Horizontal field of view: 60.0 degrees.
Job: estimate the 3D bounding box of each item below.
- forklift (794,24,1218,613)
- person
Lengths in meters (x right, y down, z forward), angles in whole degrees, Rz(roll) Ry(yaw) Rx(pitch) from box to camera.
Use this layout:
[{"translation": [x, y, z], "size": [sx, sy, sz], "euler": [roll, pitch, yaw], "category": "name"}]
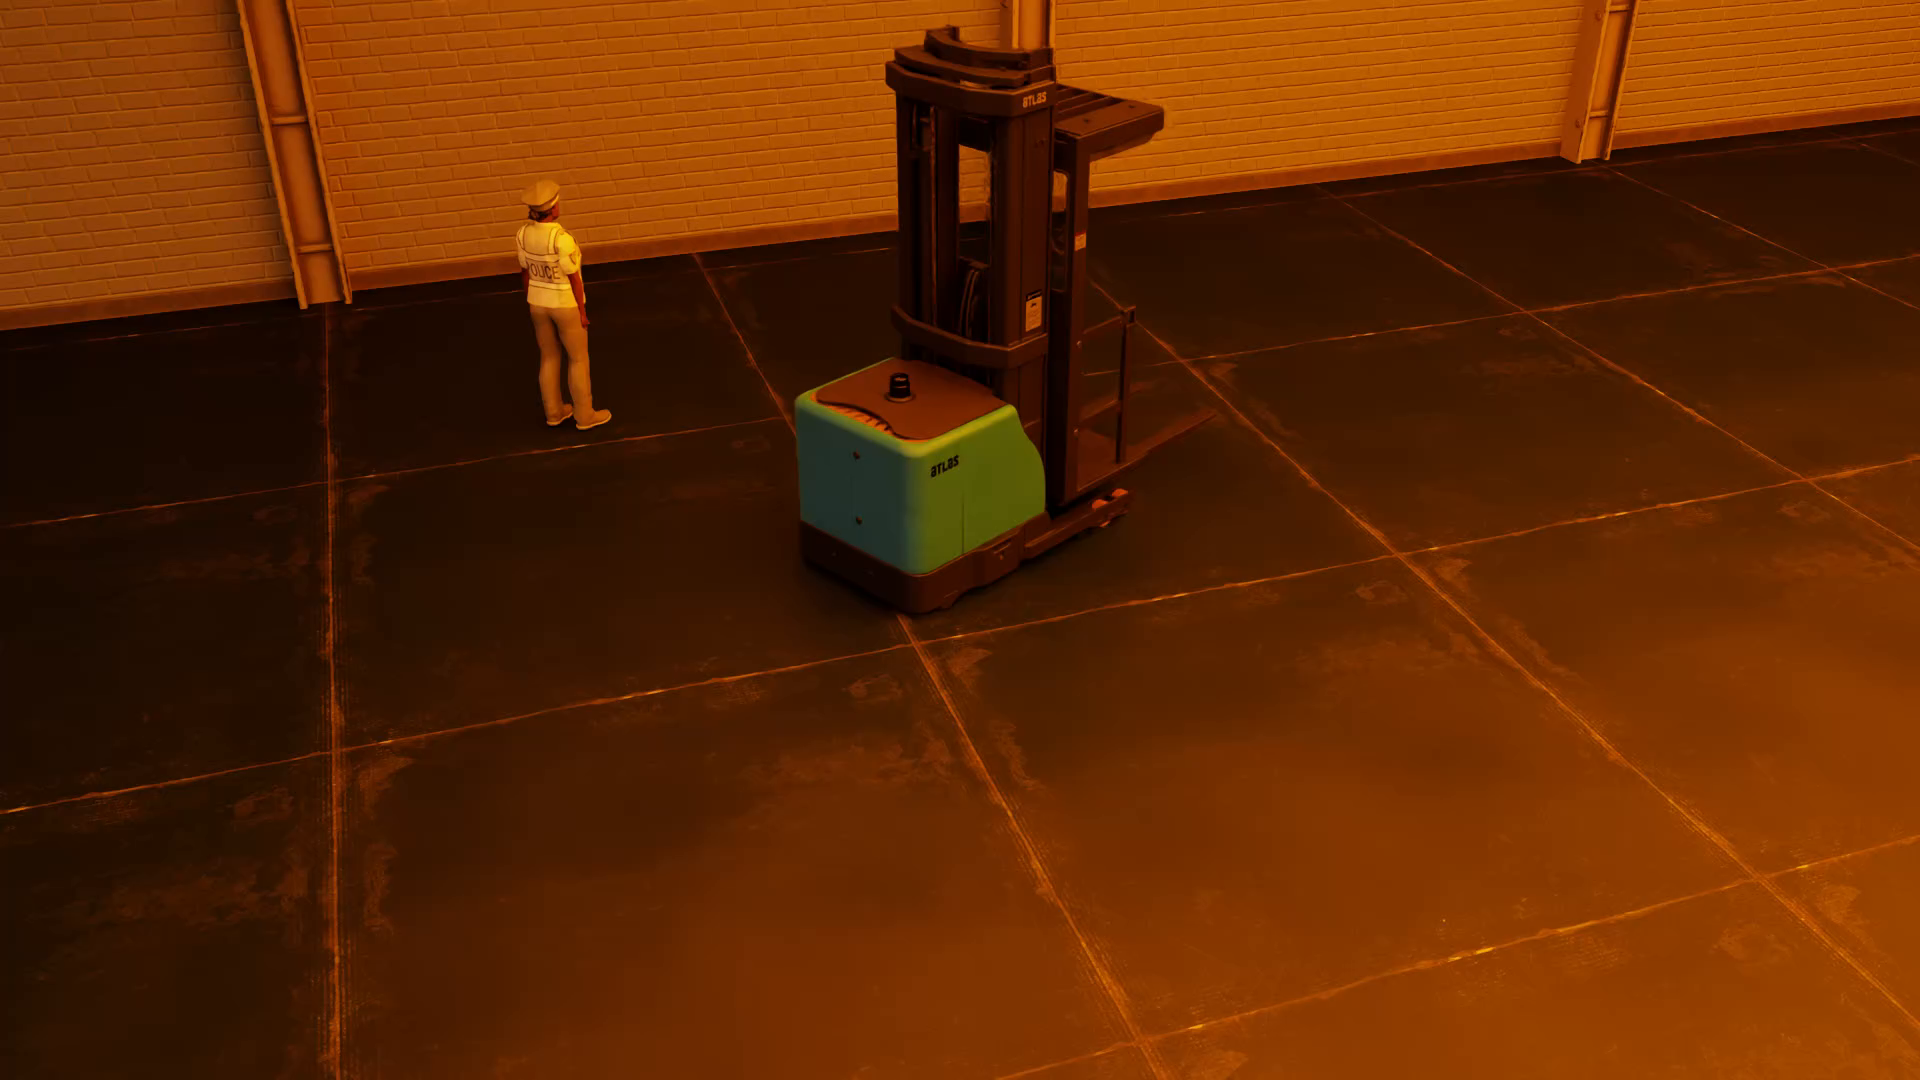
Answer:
[{"translation": [0.437, -1.508, 9.708], "size": [1.130, 2.935, 3.031], "euler": [25, 39, 37], "category": "forklift"}, {"translation": [-2.655, -1.547, 11.024], "size": [0.446, 1.692, 0.339], "euler": [11, 32, 19], "category": "person"}]
